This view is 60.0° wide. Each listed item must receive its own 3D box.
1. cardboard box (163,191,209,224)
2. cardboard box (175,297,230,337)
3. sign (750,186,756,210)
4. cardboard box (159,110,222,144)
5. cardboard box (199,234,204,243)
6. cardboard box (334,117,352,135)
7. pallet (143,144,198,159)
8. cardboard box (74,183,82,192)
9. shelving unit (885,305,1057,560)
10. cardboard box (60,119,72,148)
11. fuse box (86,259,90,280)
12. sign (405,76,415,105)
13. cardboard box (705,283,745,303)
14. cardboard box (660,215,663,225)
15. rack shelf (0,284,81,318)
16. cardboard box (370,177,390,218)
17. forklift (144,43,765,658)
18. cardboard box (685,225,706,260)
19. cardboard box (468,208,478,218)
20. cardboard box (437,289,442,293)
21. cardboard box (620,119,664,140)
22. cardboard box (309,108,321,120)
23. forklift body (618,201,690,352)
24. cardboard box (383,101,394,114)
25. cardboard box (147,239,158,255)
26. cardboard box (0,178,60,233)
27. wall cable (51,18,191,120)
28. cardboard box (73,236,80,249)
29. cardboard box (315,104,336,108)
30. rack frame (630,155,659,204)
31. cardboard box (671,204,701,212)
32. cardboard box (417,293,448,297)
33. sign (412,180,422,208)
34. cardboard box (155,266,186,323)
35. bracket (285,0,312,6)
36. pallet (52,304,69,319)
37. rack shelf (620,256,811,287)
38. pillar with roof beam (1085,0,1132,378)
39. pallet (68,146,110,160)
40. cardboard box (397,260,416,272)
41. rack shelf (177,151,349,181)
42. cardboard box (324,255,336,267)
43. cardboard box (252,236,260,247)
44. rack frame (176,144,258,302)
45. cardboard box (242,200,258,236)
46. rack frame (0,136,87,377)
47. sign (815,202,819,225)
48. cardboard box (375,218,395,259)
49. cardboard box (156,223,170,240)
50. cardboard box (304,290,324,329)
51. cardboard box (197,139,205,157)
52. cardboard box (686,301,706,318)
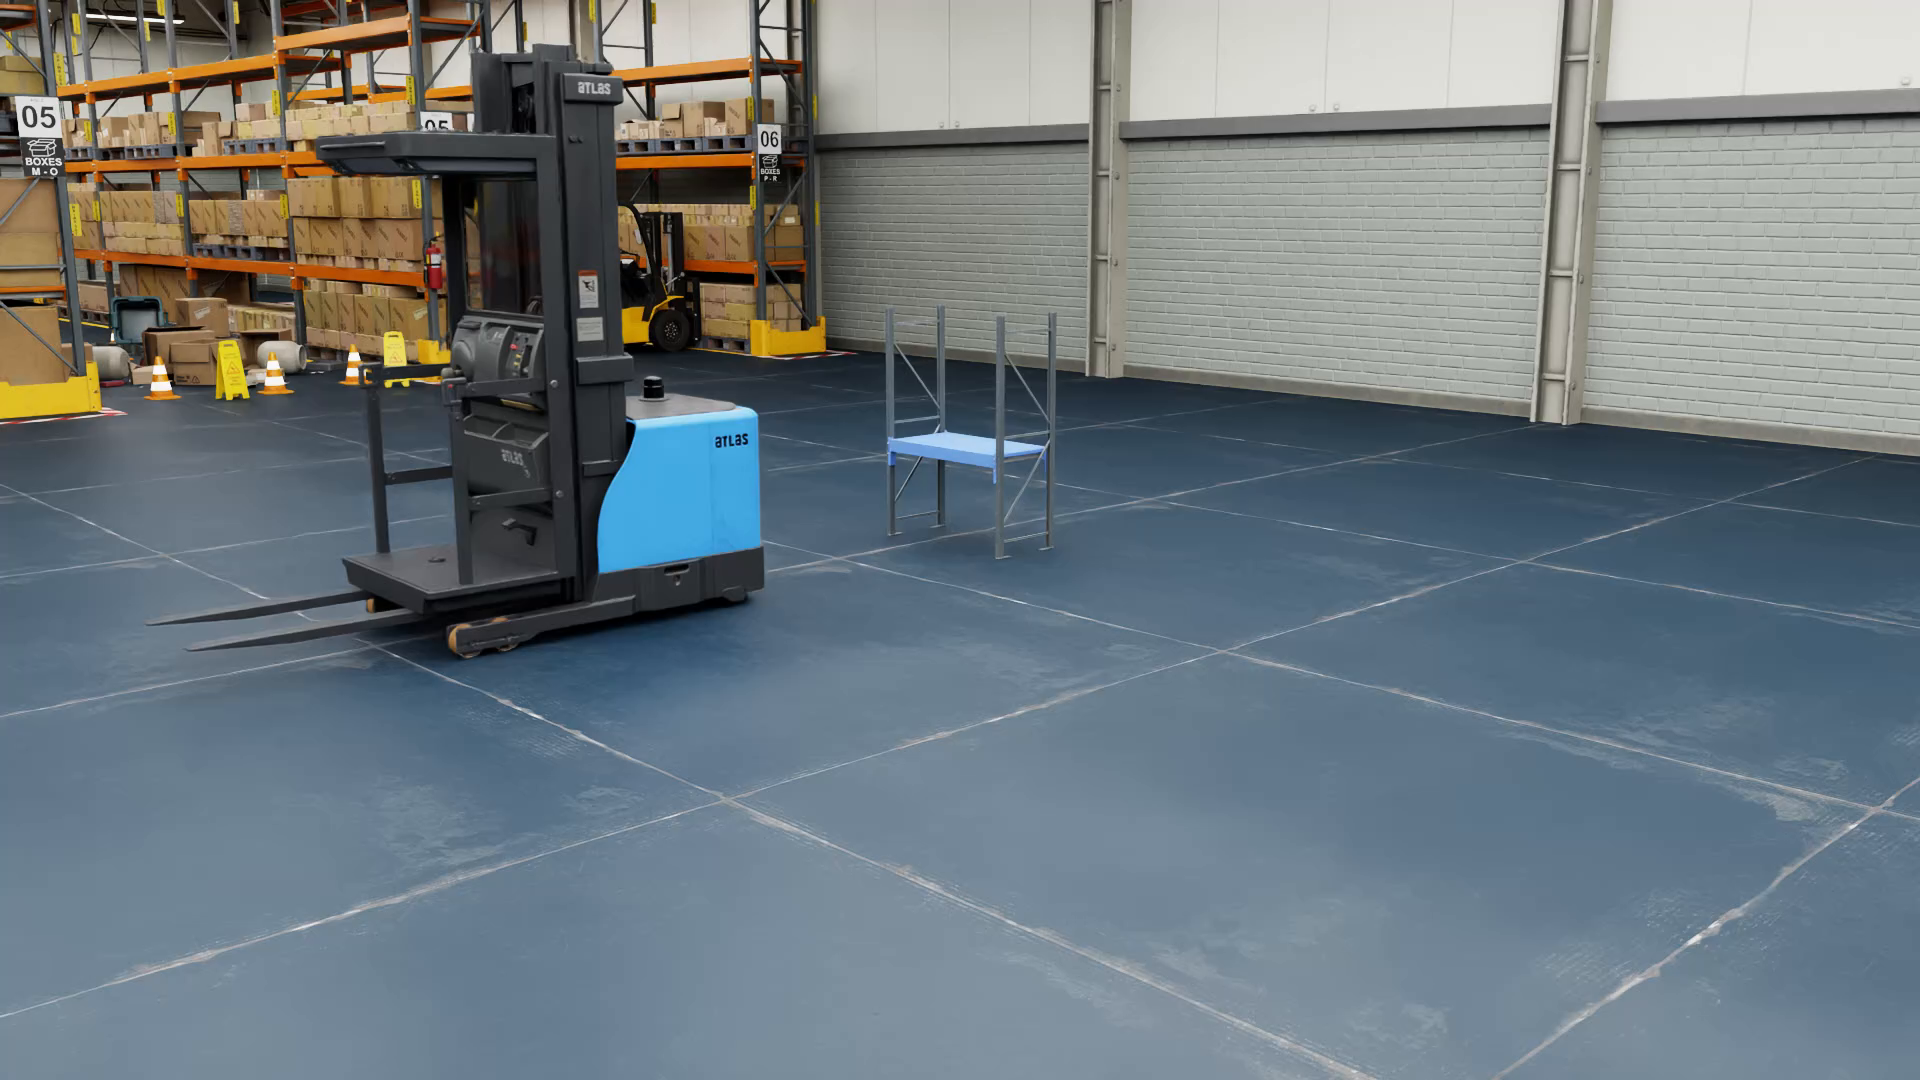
[{"bbox_3d":[-12.150,-5.231,26.144,0.500,0.500,0.500,11,16,44],"label":"cardboard box"},{"bbox_3d":[-10.108,-2.964,22.183,0.500,0.500,0.500,-11,16,-43],"label":"cardboard box"},{"bbox_3d":[-2.893,-4.788,23.261,0.100,0.325,0.005,-11,16,-43],"label":"sign"},{"bbox_3d":[-11.973,-6.413,25.875,0.637,0.503,0.797,11,16,42],"label":"cardboard box"},{"bbox_3d":[-11.513,-4.663,25.693,0.250,0.149,0.380,11,16,42],"label":"cardboard box"},{"bbox_3d":[-7.686,-5.287,21.339,0.500,0.250,0.500,-11,16,-42],"label":"cardboard box"},{"bbox_3d":[-12.086,-6.117,26.202,1.213,0.211,1.003,-10,15,-40],"label":"pallet"},{"bbox_3d":[-15.464,-6.252,29.489,0.380,0.149,0.250,-11,16,-43],"label":"cardboard box"},{"bbox_3d":[0.059,-0.722,10.700,0.538,1.500,1.048,-11,16,-43],"label":"shelving unit"},{"bbox_3d":[-15.844,-7.279,29.838,0.500,0.500,0.500,-11,16,-42],"label":"cardboard box"},{"bbox_3d":[-19.419,-6.281,37.159,0.539,1.711,0.414,-11,16,-43],"label":"fuse box"},{"bbox_3d":[-6.494,-5.314,19.645,0.100,0.325,0.005,-11,16,-43],"label":"sign"},{"bbox_3d":[-3.392,-3.624,24.366,0.500,0.250,0.500,-11,16,-42],"label":"cardboard box"},{"bbox_3d":[-4.361,-4.855,25.187,0.250,0.149,0.380,11,16,43],"label":"cardboard box"},{"bbox_3d":[-10.970,-2.721,18.468,1.077,0.370,4.000,-11,16,-43],"label":"rack shelf"},{"bbox_3d":[-6.933,-4.290,20.835,0.700,0.500,0.500,-11,16,-42],"label":"cardboard box"},{"bbox_3d":[-2.529,-0.978,8.394,3.031,2.935,1.130,-10,15,-40],"label":"forklift"},{"bbox_3d":[-3.727,-4.414,24.656,0.500,0.500,0.500,-11,16,-44],"label":"cardboard box"},{"bbox_3d":[-9.277,-5.815,30.404,0.637,0.503,0.797,11,16,44],"label":"cardboard box"},{"bbox_3d":[-9.537,-4.583,30.875,0.500,0.500,0.500,11,16,43],"label":"cardboard box"},{"bbox_3d":[-4.855,-6.287,25.492,0.500,0.311,0.500,-10,16,-41],"label":"cardboard box"},{"bbox_3d":[-8.321,-5.599,21.869,0.380,0.149,0.250,-11,16,-43],"label":"cardboard box"},{"bbox_3d":[-5.120,-3.785,23.954,2.313,2.155,1.214,-11,16,-43],"label":"forklift body"},{"bbox_3d":[-6.866,-5.309,20.458,0.380,0.149,0.250,-11,16,-43],"label":"cardboard box"},{"bbox_3d":[-12.841,-4.766,26.982,0.500,0.250,0.500,-11,16,-43],"label":"cardboard box"},{"bbox_3d":[-9.817,-3.443,17.144,0.875,0.550,0.550,-11,16,-43],"label":"cardboard box"},{"bbox_3d":[-18.673,-10.056,37.327,2.988,3.039,0.133,-11,16,-43],"label":"wall cable"},{"bbox_3d":[-15.588,-5.464,29.752,0.500,0.500,0.500,-11,16,-43],"label":"cardboard box"},{"bbox_3d":[-9.306,-6.129,23.883,0.500,0.250,0.500,-11,16,-44],"label":"cardboard box"},{"bbox_3d":[-5.254,-4.762,26.592,1.000,3.000,0.127,-11,16,-43],"label":"rack frame"},{"bbox_3d":[-4.116,-4.976,25.037,0.380,0.149,0.250,-11,16,-42],"label":"cardboard box"},{"bbox_3d":[-6.817,-2.948,21.700,0.500,0.500,0.500,11,16,43],"label":"cardboard box"},{"bbox_3d":[-6.494,-4.134,19.889,0.100,0.325,0.005,-11,16,-43],"label":"sign"},{"bbox_3d":[-12.633,-4.062,27.418,0.875,0.875,0.875,-11,16,-42],"label":"cardboard box"},{"bbox_3d":[-12.930,-11.245,34.272,0.076,0.066,4.783,-11,16,-43],"label":"bracket"},{"bbox_3d":[-16.519,-4.350,31.501,1.003,0.211,1.213,-11,16,-43],"label":"pallet"},{"bbox_3d":[-3.872,-4.118,25.248,1.077,0.370,4.000,-11,16,-43],"label":"rack shelf"},{"bbox_3d":[-1.290,-5.868,17.094,9.100,9.000,0.400,-11,16,-43],"label":"pillar with roof beam"},{"bbox_3d":[-14.923,-6.784,29.192,1.003,0.211,1.213,-11,16,-43],"label":"pallet"},{"bbox_3d":[-6.747,-3.409,20.649,0.380,0.149,0.250,-11,16,-43],"label":"cardboard box"},{"bbox_3d":[-10.222,-5.479,24.419,1.077,0.370,4.000,-11,16,-43],"label":"rack shelf"},{"bbox_3d":[-8.292,-3.751,22.307,0.380,0.149,0.250,-10,15,-41],"label":"cardboard box"},{"bbox_3d":[-9.948,-4.299,23.928,0.380,0.149,0.250,-11,16,-42],"label":"cardboard box"},{"bbox_3d":[-11.603,-4.654,26.066,1.000,3.000,0.127,-11,16,-43],"label":"rack frame"},{"bbox_3d":[-10.021,-4.654,24.042,0.500,0.500,0.500,-10,15,-41],"label":"cardboard box"},{"bbox_3d":[-9.589,-2.782,16.979,1.000,3.000,0.127,-11,16,-43],"label":"rack frame"},{"bbox_3d":[-2.086,-4.718,24.034,0.100,0.325,0.005,-11,16,-43],"label":"sign"},{"bbox_3d":[-6.995,-3.795,20.914,0.500,0.500,0.500,-11,16,-42],"label":"cardboard box"},{"bbox_3d":[-12.478,-4.935,26.562,0.500,0.250,0.500,11,16,44],"label":"cardboard box"},{"bbox_3d":[-8.629,-3.172,22.791,0.500,0.500,0.500,-10,15,-40],"label":"cardboard box"},{"bbox_3d":[-11.333,-5.950,25.258,0.396,0.266,0.258,-11,16,-43],"label":"cardboard box"},{"bbox_3d":[-3.764,-3.457,24.791,0.500,0.250,0.500,-11,16,-44],"label":"cardboard box"}]
